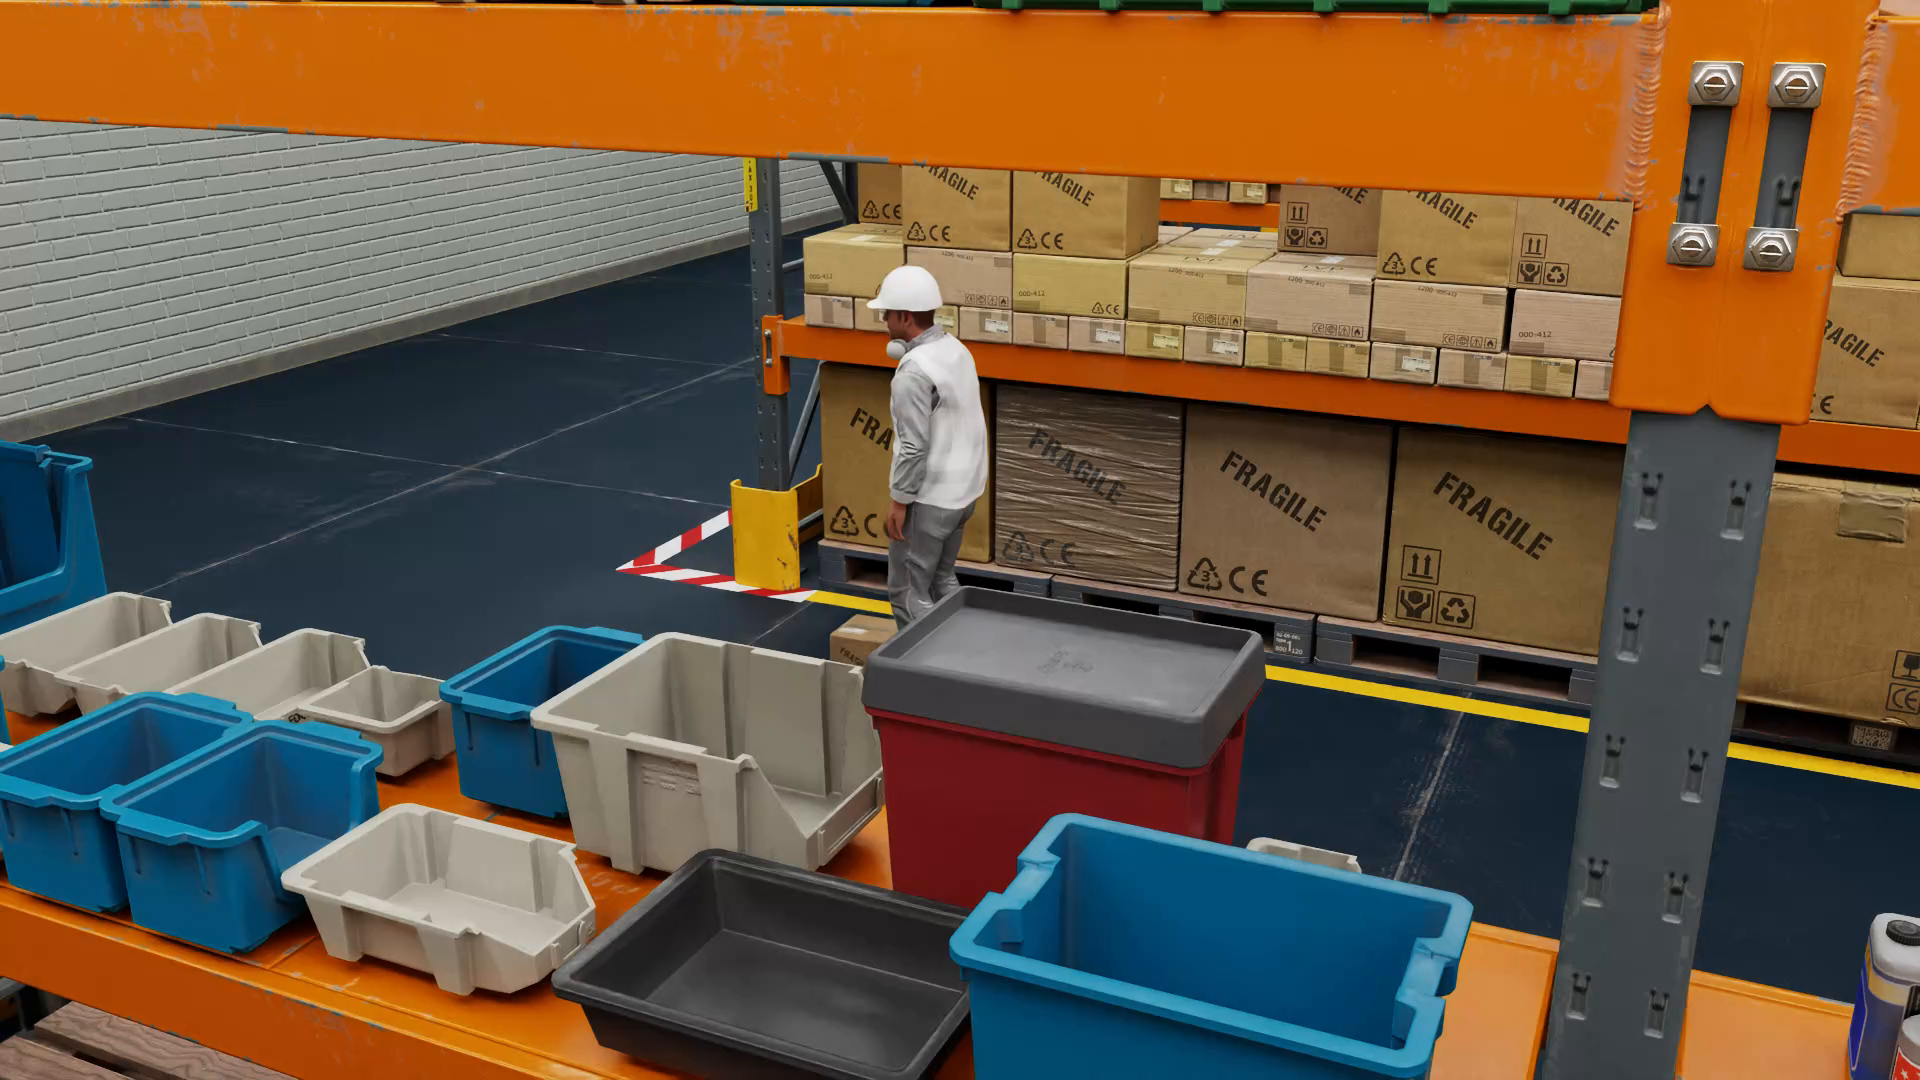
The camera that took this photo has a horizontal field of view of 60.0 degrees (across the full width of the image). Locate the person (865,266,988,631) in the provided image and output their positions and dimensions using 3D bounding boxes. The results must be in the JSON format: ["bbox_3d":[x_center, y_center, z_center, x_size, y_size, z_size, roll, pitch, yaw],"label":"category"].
[{"bbox_3d":[-0.131,-0.202,6.614,0.465,1.770,0.577,7,20,21],"label":"person"}]
